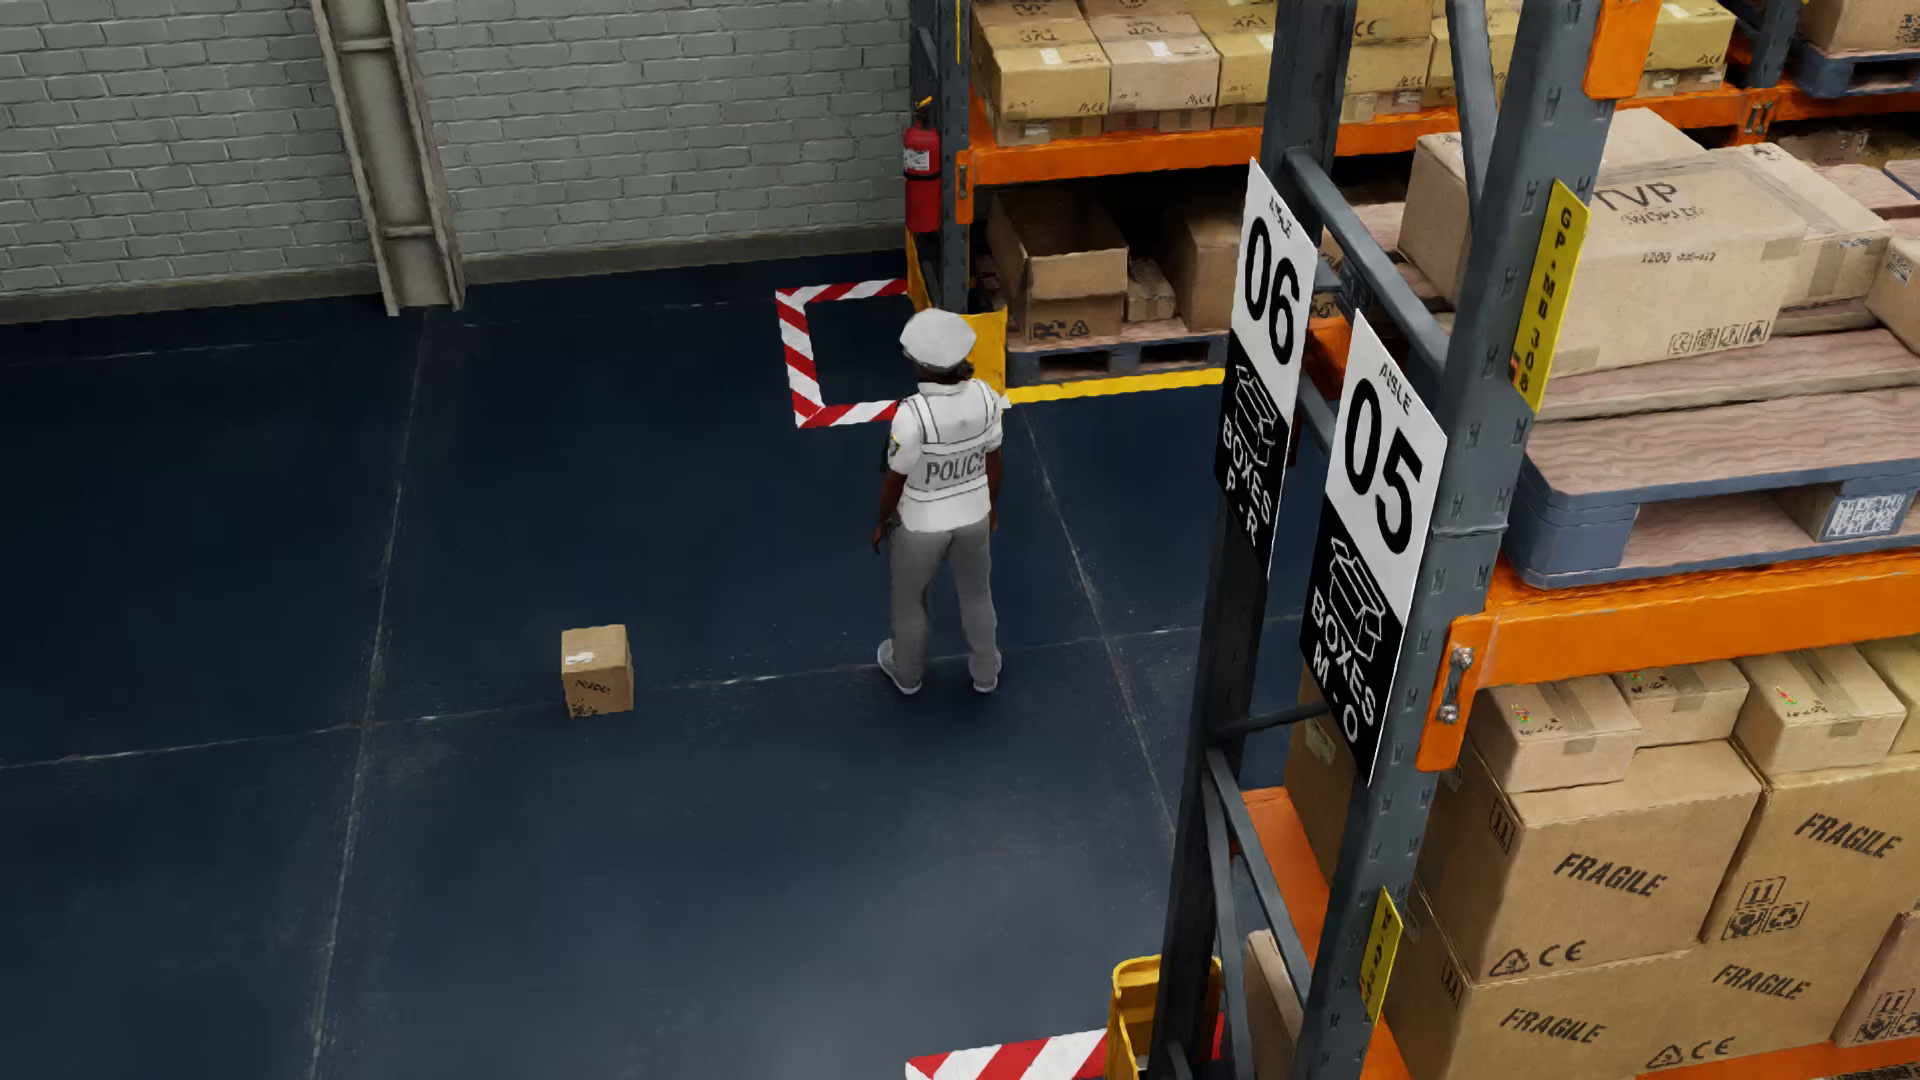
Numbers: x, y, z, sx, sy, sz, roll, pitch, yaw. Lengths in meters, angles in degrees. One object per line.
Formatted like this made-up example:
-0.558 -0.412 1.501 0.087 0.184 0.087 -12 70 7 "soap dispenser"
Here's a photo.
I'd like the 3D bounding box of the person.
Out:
-0.082 -0.111 6.240 0.535 1.685 0.439 -20 43 -23 "person"
